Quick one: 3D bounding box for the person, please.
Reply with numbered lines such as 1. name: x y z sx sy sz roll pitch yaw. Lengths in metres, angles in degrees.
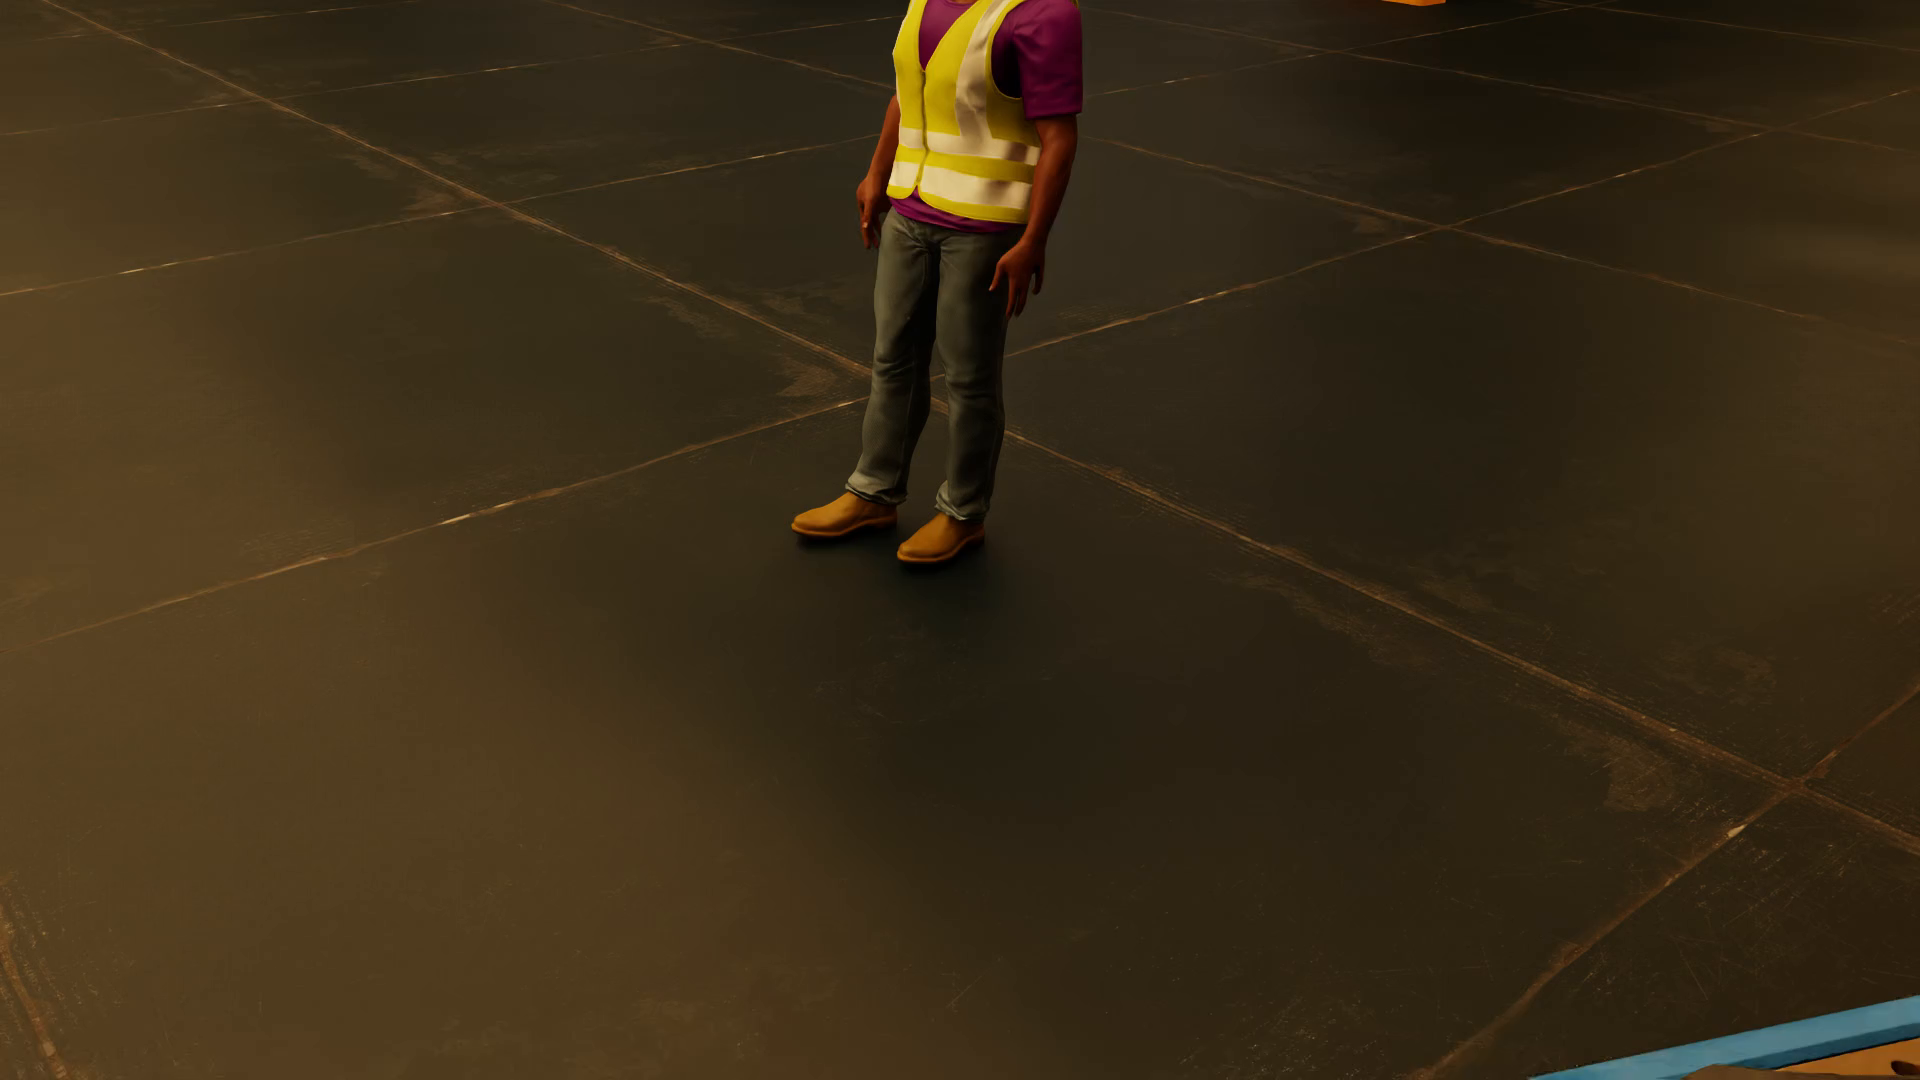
1. person: -0.057 -0.780 4.069 0.575 1.768 0.665 -20 33 -35
